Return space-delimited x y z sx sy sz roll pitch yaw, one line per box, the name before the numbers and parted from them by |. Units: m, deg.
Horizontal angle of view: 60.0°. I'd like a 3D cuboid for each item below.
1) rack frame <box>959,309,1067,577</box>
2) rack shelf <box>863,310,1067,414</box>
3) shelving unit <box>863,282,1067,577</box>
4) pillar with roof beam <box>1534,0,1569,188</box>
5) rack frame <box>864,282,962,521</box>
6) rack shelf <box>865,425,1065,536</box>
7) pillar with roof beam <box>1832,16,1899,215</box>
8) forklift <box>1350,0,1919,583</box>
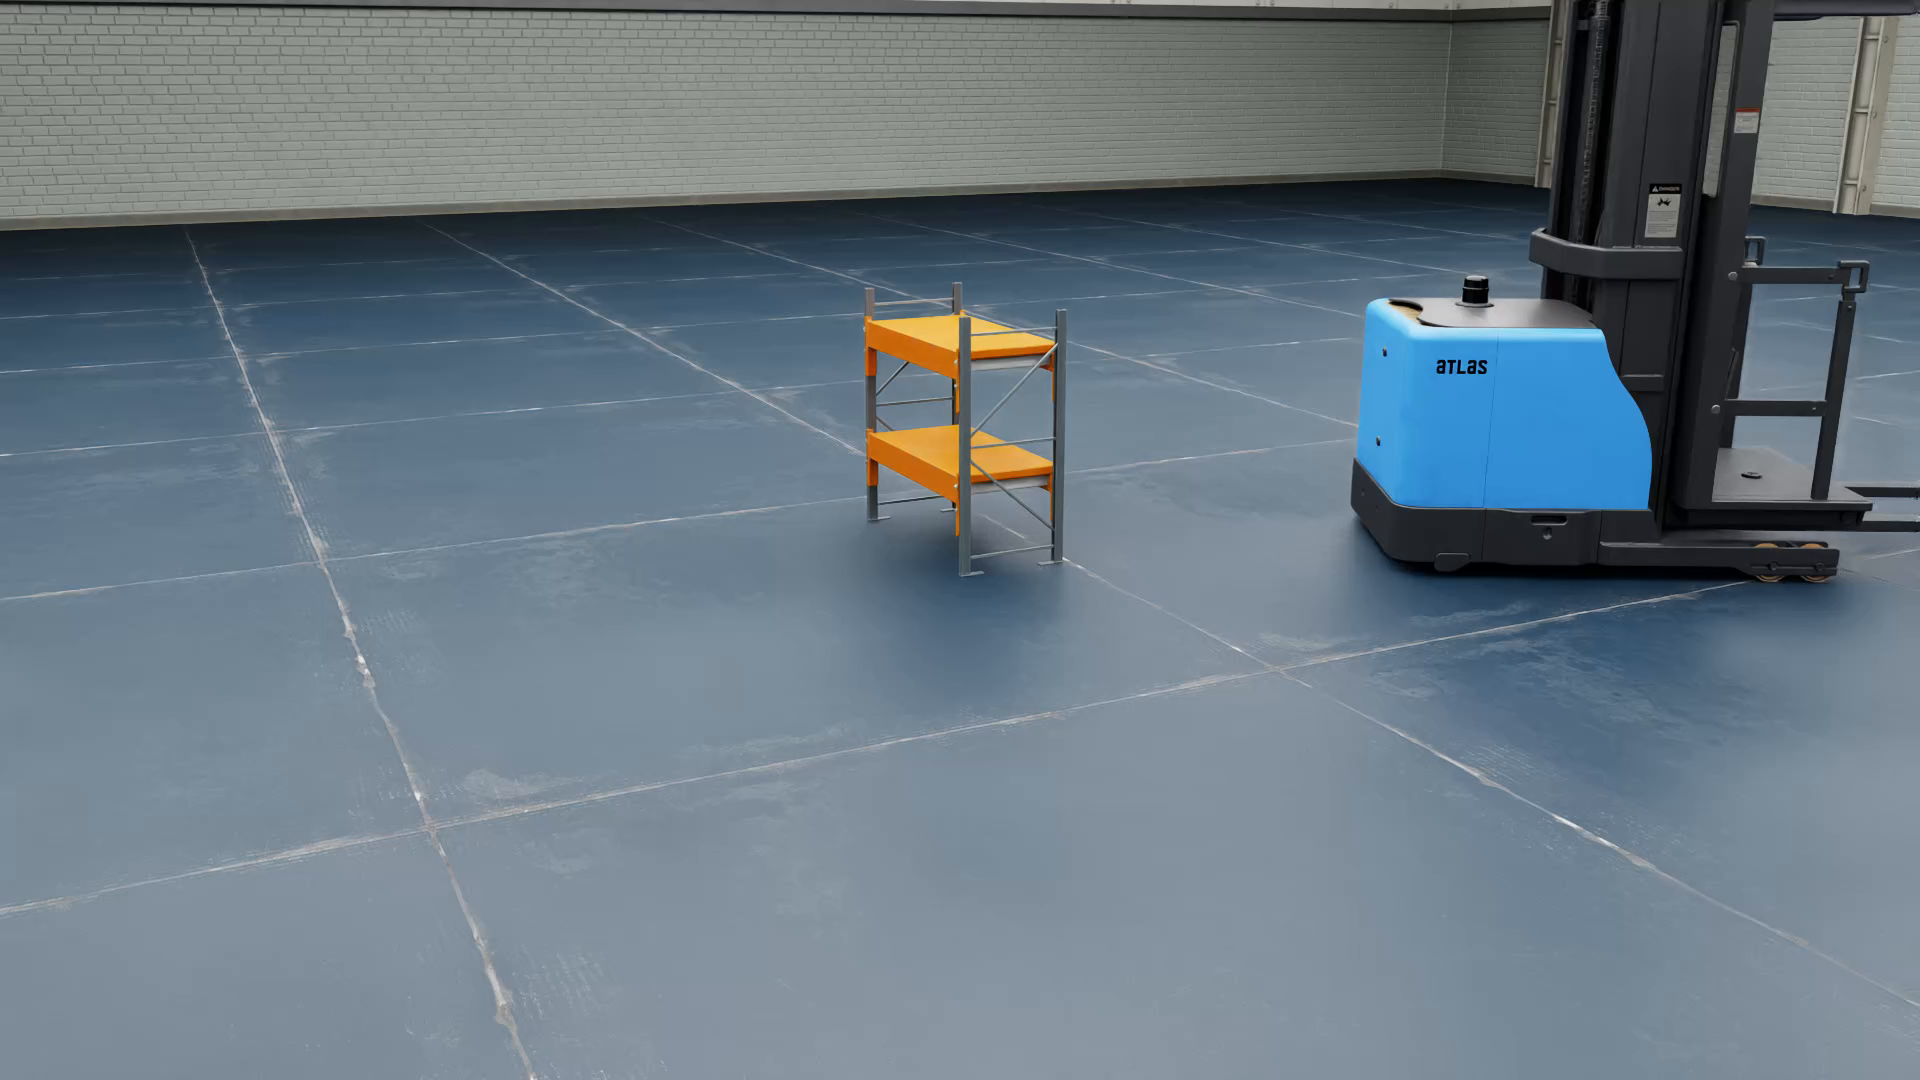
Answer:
rack frame | 0.226 -0.413 7.150 0.500 1.125 0.032 -8 18 -25
rack shelf | 0.003 -0.820 7.509 0.538 0.278 1.000 -8 18 -25
shelving unit | 0.003 -0.539 7.590 0.538 1.125 1.048 -8 18 -25
pillar with roof beam | 6.653 -10.111 26.669 9.100 9.000 0.400 -8 18 -25
rack frame | -0.220 -0.665 8.029 0.500 1.125 0.032 -8 18 -25
rack shelf | 0.003 -0.304 7.657 0.538 0.278 1.000 -8 18 -25
pillar with roof beam | 9.281 -8.623 21.484 9.100 9.000 0.400 -8 18 -25
forklift | 3.395 -1.375 7.229 3.031 2.935 1.130 1 16 2
